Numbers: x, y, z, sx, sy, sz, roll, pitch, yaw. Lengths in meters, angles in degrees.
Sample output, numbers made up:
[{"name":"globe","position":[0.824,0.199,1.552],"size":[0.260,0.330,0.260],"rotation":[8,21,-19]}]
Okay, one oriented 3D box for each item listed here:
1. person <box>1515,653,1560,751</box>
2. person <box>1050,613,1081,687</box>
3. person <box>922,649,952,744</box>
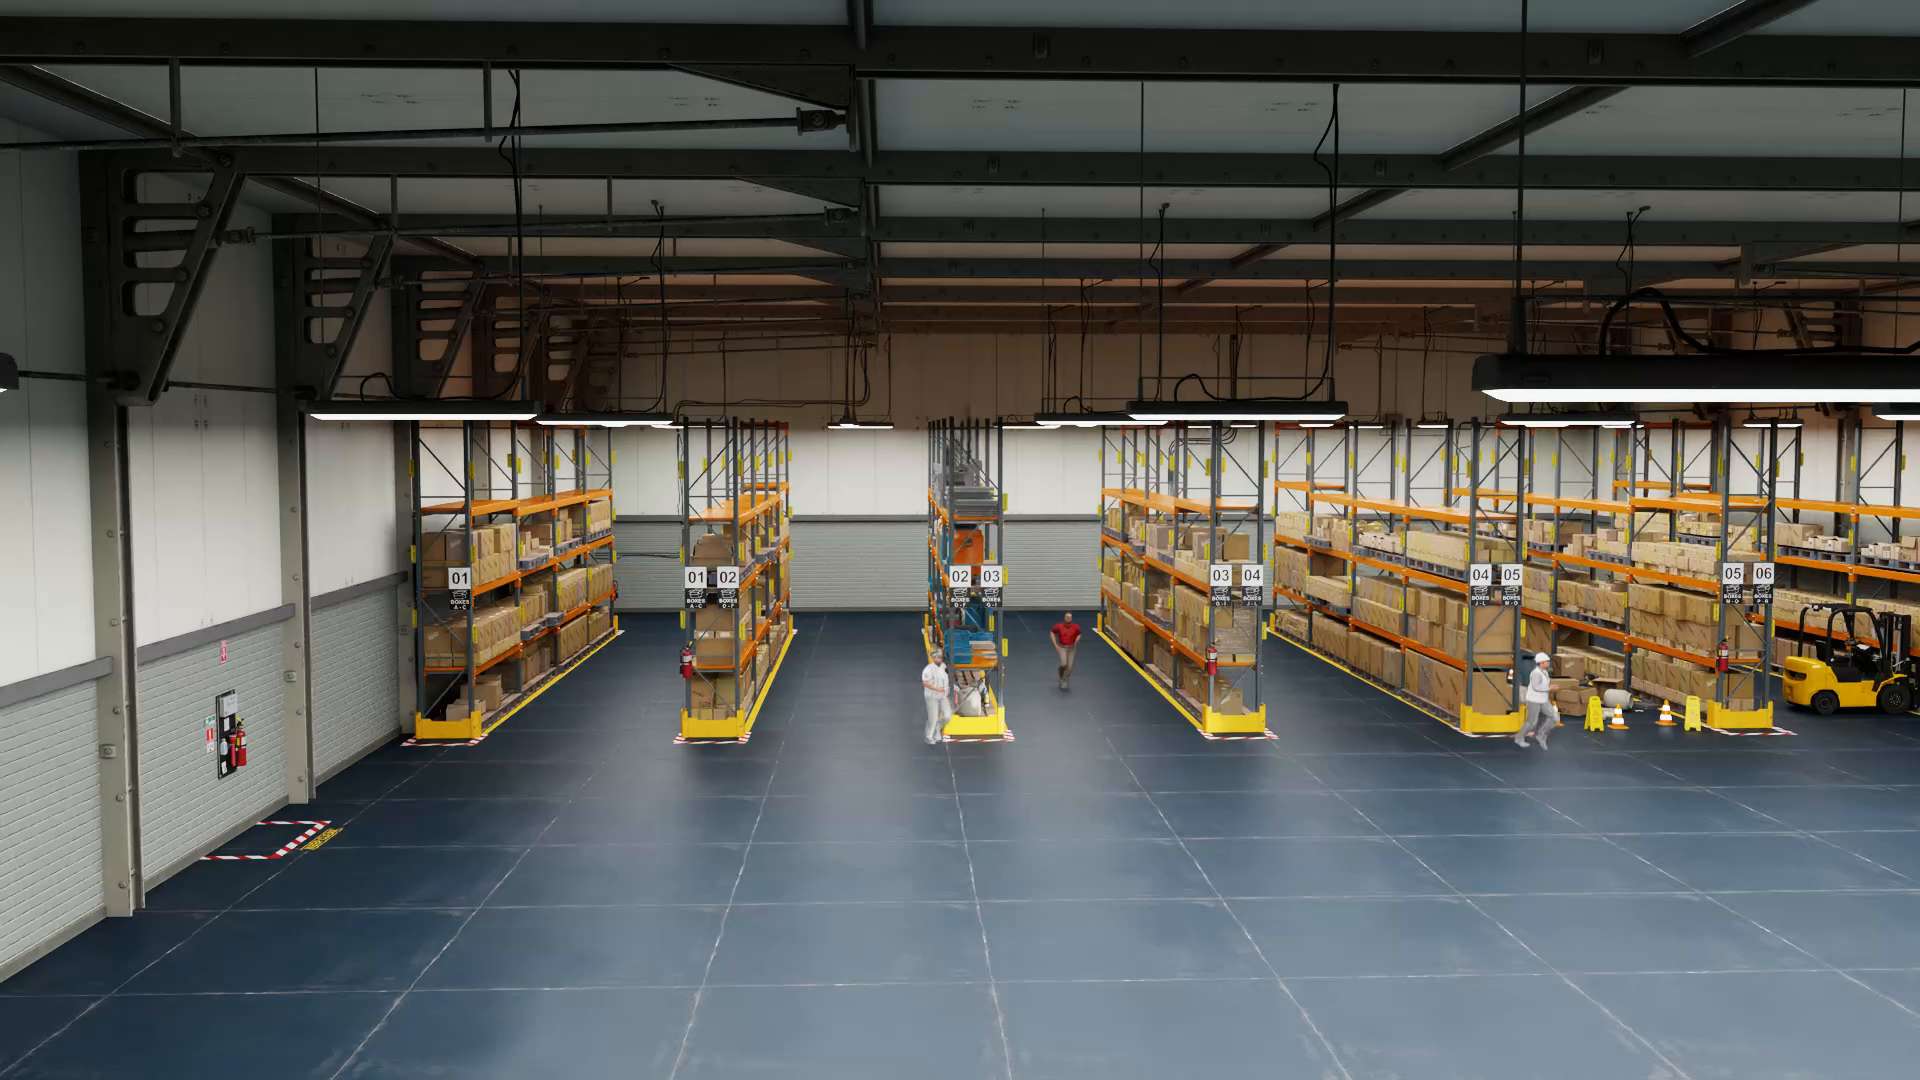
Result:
[{"name":"person","position":[10.364,2.893,29.815],"size":[0.810,1.768,0.682],"rotation":[3,5,39]},{"name":"person","position":[2.389,2.458,37.034],"size":[0.662,1.680,0.624],"rotation":[-1,4,-11]},{"name":"person","position":[-0.379,2.864,30.478],"size":[0.692,1.750,0.625],"rotation":[-3,5,-39]}]
